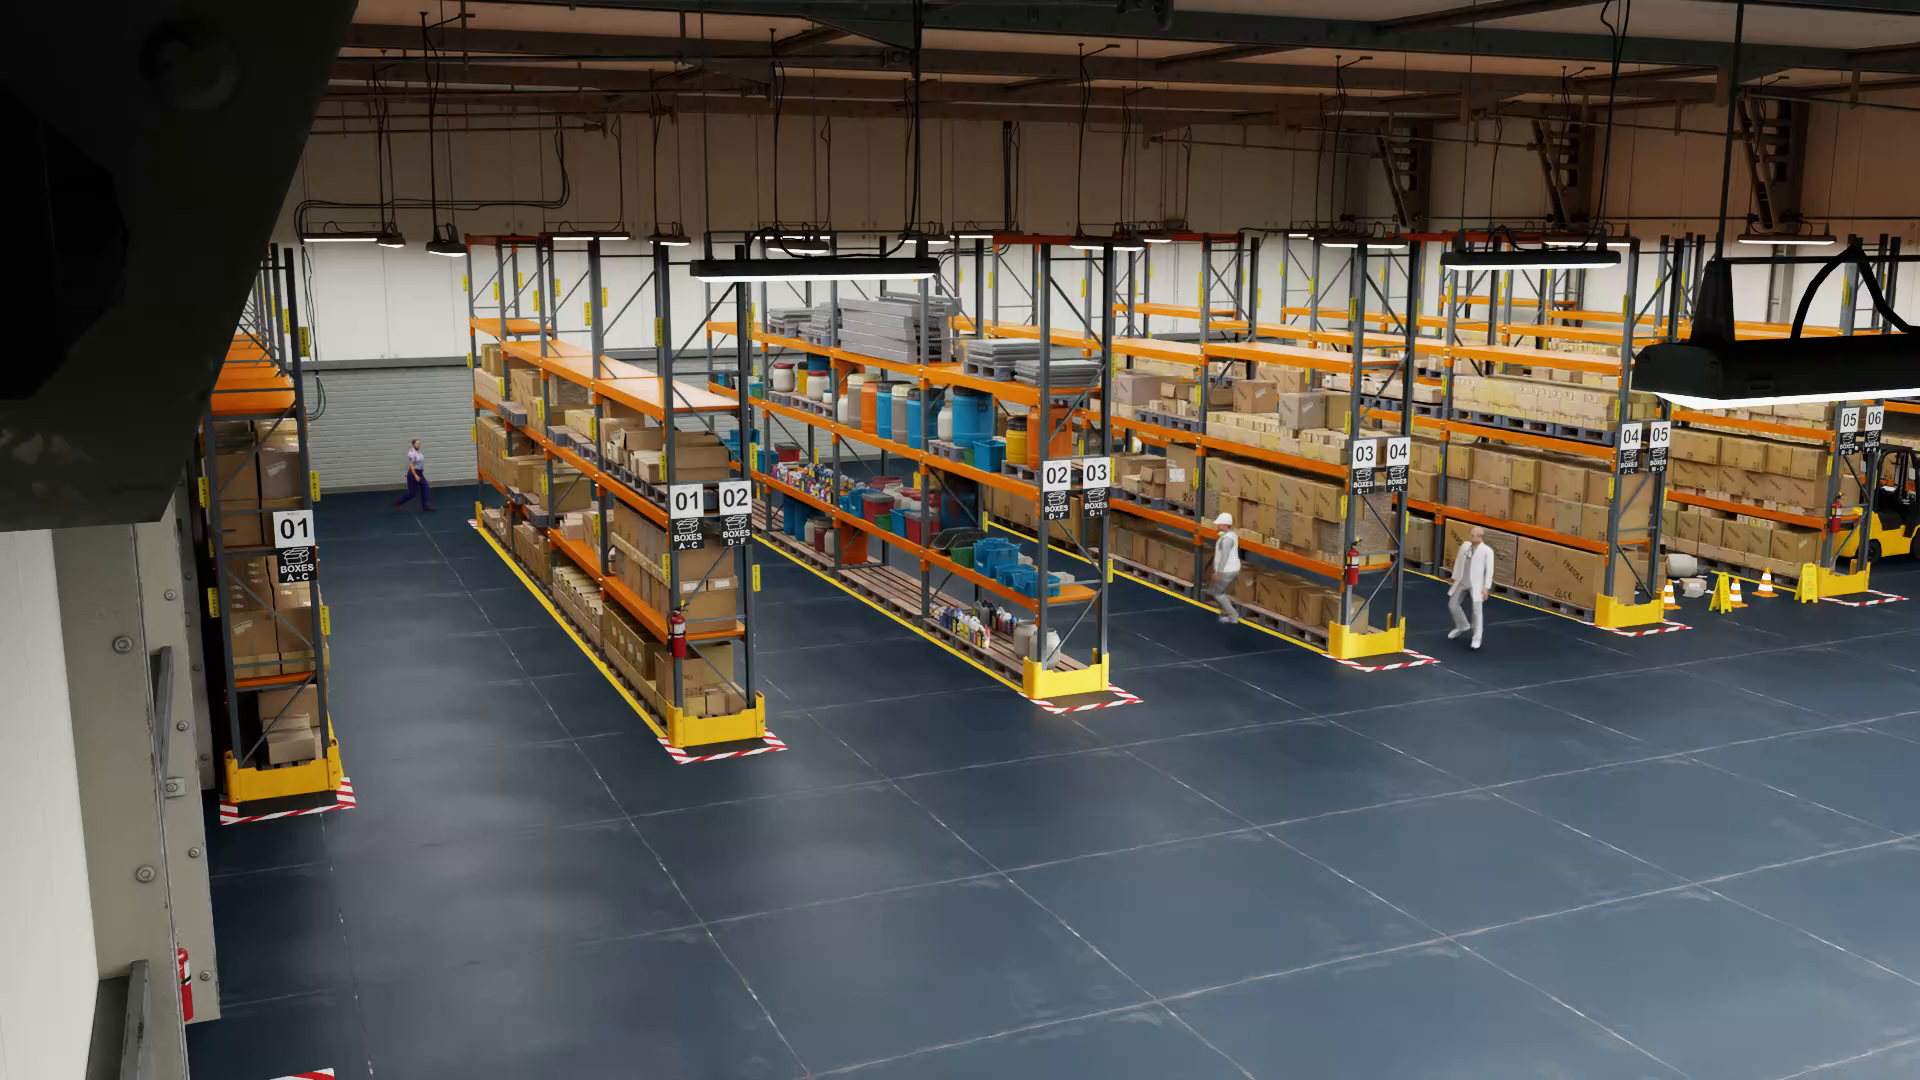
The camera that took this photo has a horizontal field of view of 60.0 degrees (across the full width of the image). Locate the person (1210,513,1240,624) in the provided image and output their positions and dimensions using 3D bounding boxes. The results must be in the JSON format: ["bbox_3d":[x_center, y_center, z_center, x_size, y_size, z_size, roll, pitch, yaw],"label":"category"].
[{"bbox_3d":[4.004,0.460,25.142,0.559,1.776,0.561,7,13,31],"label":"person"}]

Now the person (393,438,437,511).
[{"bbox_3d":[-11.901,-1.419,36.190,0.894,1.597,0.532,-2,11,-12],"label":"person"}]

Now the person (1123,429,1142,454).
[{"bbox_3d":[3.808,-1.644,36.967,0.432,1.760,0.546,-4,12,-22],"label":"person"}]

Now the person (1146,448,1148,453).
[{"bbox_3d":[4.653,-2.971,43.983,0.505,1.663,0.464,-6,13,-29],"label":"person"}]

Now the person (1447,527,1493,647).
[{"bbox_3d":[7.646,0.677,24.914,0.656,1.779,0.583,8,13,35],"label":"person"}]
